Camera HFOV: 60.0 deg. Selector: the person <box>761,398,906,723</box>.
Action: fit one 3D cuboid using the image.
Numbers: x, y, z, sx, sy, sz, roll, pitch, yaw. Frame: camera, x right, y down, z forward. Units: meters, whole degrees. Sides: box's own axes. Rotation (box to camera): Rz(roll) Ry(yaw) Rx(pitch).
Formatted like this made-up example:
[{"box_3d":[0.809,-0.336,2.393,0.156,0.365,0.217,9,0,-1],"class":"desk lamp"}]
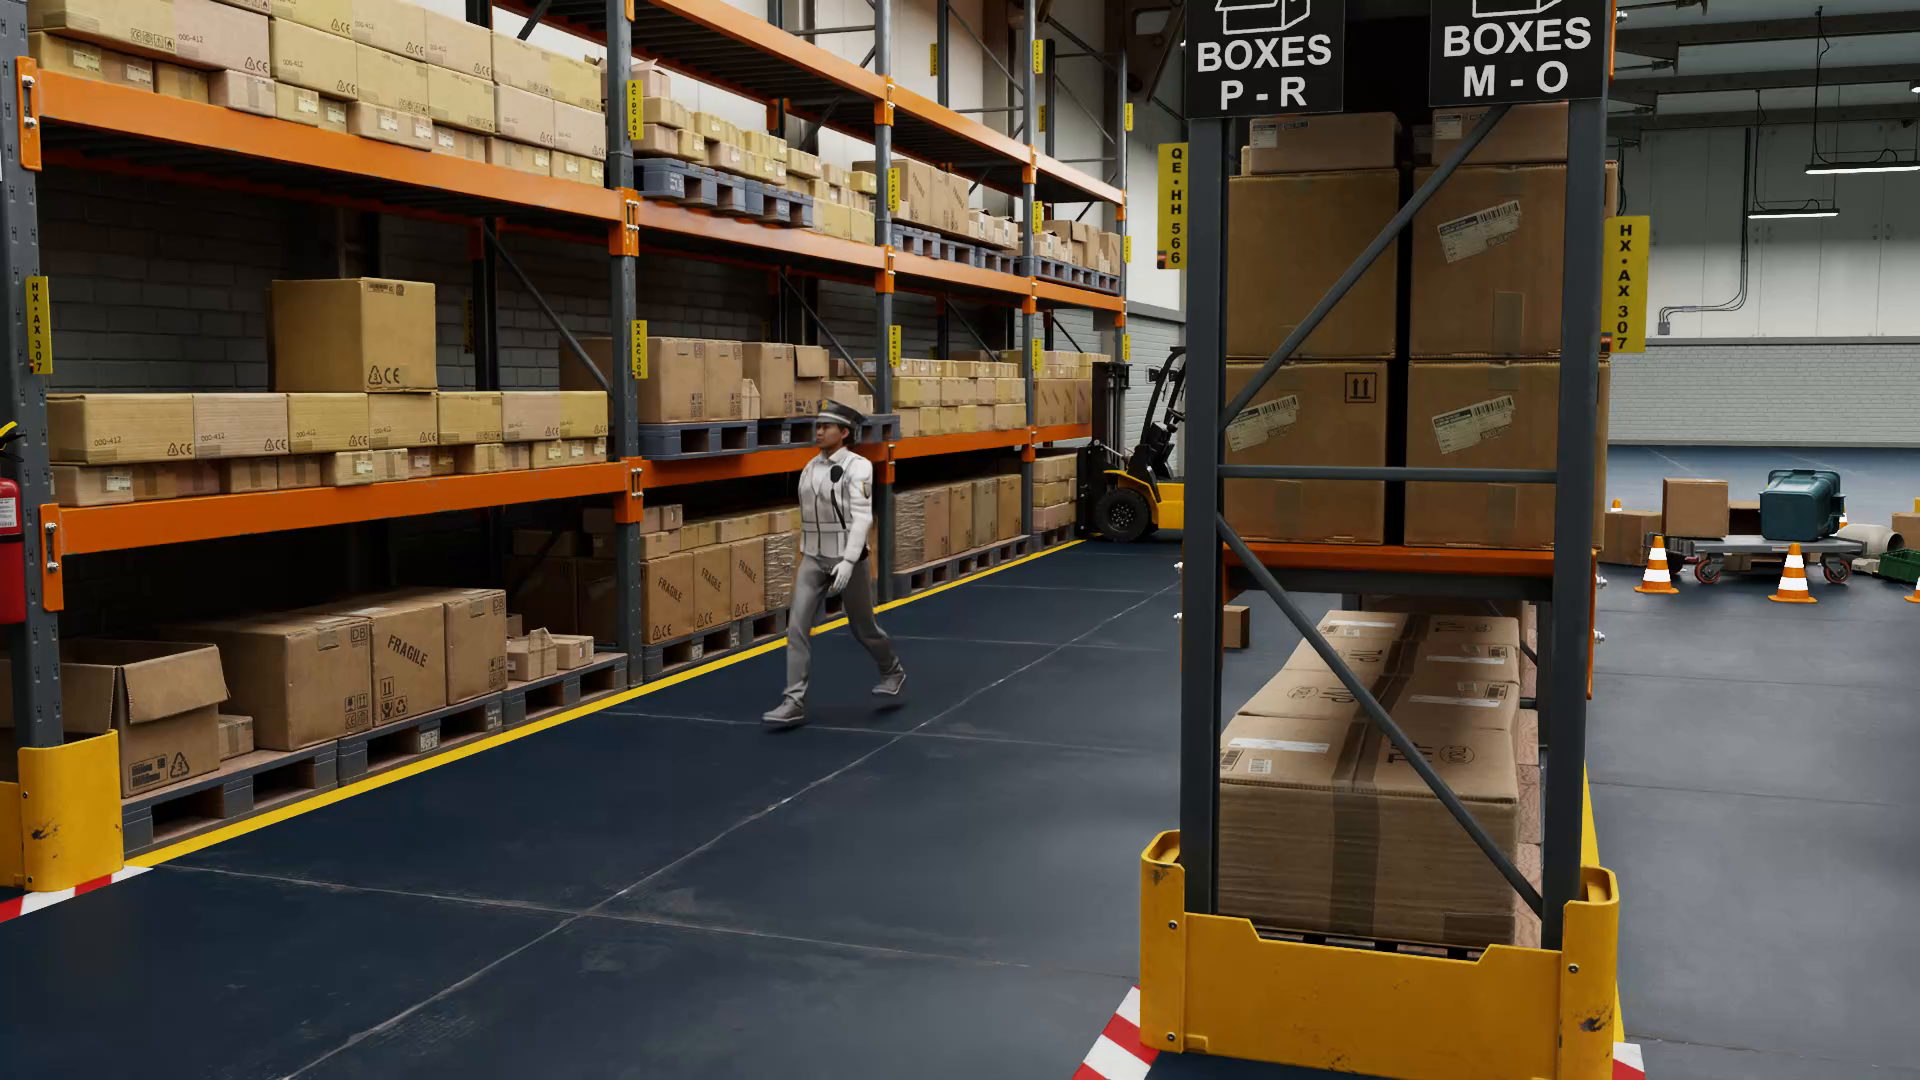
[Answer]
[{"box_3d":[-0.635,0.089,8.576,0.481,1.639,1.009,3,6,31],"class":"person"}]
